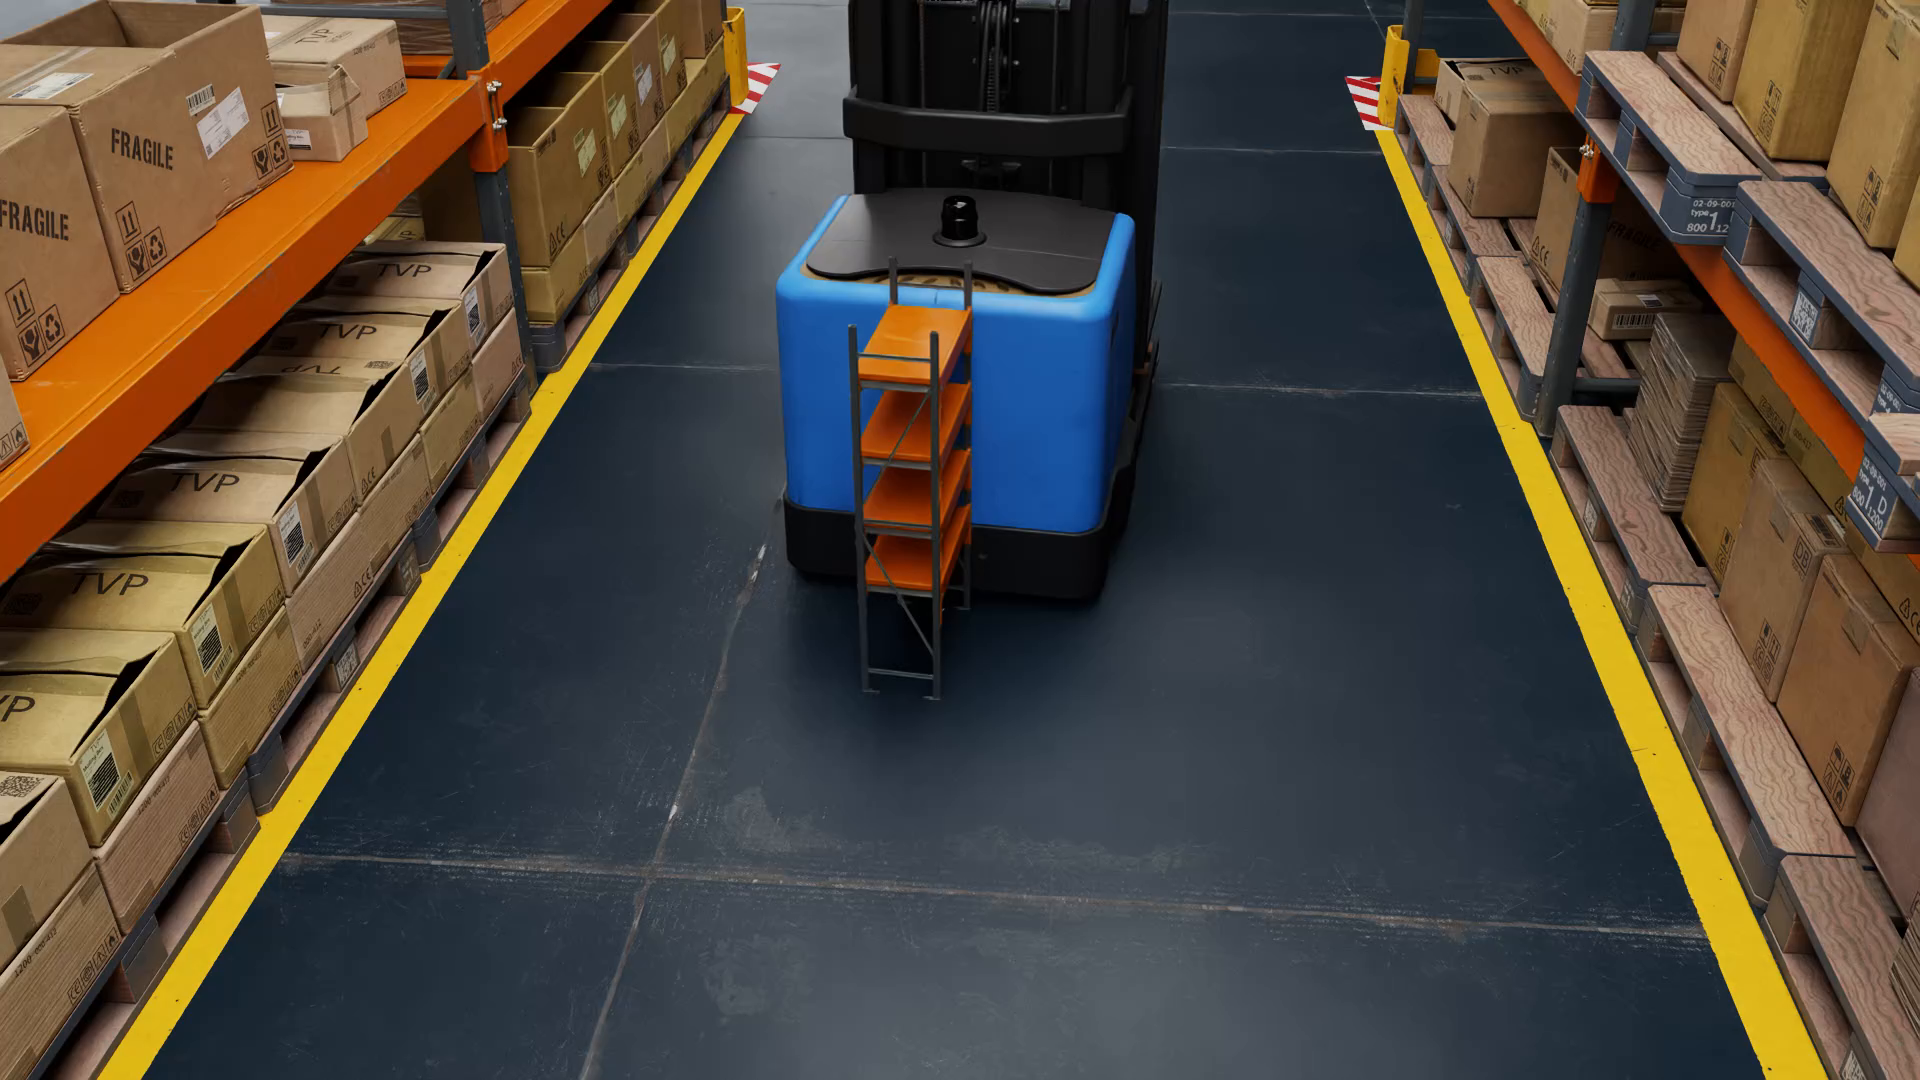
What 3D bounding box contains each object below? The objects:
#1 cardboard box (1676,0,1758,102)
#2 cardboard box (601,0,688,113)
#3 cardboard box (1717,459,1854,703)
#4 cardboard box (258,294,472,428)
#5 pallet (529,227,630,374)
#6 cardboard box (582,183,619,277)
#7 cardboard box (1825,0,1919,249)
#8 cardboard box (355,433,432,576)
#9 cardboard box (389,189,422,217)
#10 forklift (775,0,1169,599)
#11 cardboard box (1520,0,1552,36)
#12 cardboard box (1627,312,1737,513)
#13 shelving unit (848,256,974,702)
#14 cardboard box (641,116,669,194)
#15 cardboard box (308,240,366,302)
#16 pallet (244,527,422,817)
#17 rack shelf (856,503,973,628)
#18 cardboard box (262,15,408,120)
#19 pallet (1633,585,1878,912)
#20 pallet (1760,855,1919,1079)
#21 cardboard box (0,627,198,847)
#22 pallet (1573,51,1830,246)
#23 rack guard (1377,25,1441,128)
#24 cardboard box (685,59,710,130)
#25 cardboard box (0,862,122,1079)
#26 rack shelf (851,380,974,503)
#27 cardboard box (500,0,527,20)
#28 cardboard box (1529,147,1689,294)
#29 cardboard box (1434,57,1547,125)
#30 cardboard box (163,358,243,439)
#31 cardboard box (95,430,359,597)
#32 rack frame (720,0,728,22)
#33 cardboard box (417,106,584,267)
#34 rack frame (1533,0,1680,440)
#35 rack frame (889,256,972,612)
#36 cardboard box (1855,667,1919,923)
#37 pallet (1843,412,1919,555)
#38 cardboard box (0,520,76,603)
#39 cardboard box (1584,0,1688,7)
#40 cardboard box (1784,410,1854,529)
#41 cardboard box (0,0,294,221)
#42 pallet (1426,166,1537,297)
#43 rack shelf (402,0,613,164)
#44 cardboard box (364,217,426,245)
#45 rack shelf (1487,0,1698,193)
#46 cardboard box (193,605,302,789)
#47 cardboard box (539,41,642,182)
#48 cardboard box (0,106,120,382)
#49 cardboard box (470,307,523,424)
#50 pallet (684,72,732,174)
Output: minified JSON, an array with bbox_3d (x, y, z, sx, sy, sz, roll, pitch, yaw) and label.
[{"bbox_3d":[2.650,-1.639,5.035,0.700,0.500,0.500,3,32,4],"label":"cardboard box"},{"bbox_3d":[-1.701,-2.486,8.430,0.500,0.500,0.500,2,32,4],"label":"cardboard box"},{"bbox_3d":[2.608,0.126,4.649,0.700,0.500,0.500,3,32,5],"label":"cardboard box"},{"bbox_3d":[-1.996,-0.634,5.605,0.500,0.311,0.500,3,32,5],"label":"cardboard box"},{"bbox_3d":[-2.106,-1.110,7.350,1.003,0.211,1.213,2,32,4],"label":"pallet"},{"bbox_3d":[-1.827,-1.382,7.354,0.500,0.250,0.500,2,32,4],"label":"cardboard box"},{"bbox_3d":[2.574,-1.001,4.001,0.700,0.500,0.500,7,32,11],"label":"cardboard box"},{"bbox_3d":[-2.042,-0.130,5.323,0.500,0.250,0.500,3,32,5],"label":"cardboard box"},{"bbox_3d":[-2.340,-1.723,7.193,0.500,0.500,0.500,2,32,4],"label":"cardboard box"},{"bbox_3d":[0.206,-1.819,5.908,1.130,2.935,3.031,6,32,9],"label":"forklift"},{"bbox_3d":[2.510,-2.139,6.486,0.500,0.250,0.500,3,32,4],"label":"cardboard box"},{"bbox_3d":[2.682,-0.411,5.521,0.700,0.500,0.500,3,32,6],"label":"cardboard box"},{"bbox_3d":[-0.130,-0.168,4.879,0.258,1.200,0.503,6,32,9],"label":"shelving unit"},{"bbox_3d":[-1.746,-1.905,8.203,0.500,0.250,0.500,2,32,4],"label":"cardboard box"},{"bbox_3d":[-2.495,-0.925,6.077,0.500,0.311,0.500,3,32,4],"label":"cardboard box"},{"bbox_3d":[-2.330,0.331,5.012,1.003,0.211,1.213,2,32,4],"label":"pallet"},{"bbox_3d":[-0.130,0.058,5.019,0.258,0.148,0.480,6,32,9],"label":"rack shelf"},{"bbox_3d":[-2.209,-1.560,5.565,0.500,0.250,0.500,4,32,7],"label":"cardboard box"},{"bbox_3d":[2.566,0.560,4.639,1.003,0.211,1.213,2,32,4],"label":"pallet"},{"bbox_3d":[2.464,1.197,3.607,1.003,0.211,1.213,2,32,4],"label":"pallet"},{"bbox_3d":[-2.169,0.425,3.887,0.500,0.311,0.500,2,32,3],"label":"cardboard box"},{"bbox_3d":[2.518,-1.198,5.018,1.003,0.211,1.213,2,32,4],"label":"pallet"},{"bbox_3d":[3.044,-2.661,9.592,1.175,0.500,0.348,2,32,4],"label":"rack guard"},{"bbox_3d":[-1.665,-2.428,9.051,0.500,0.250,0.500,2,32,4],"label":"cardboard box"},{"bbox_3d":[-2.203,0.939,3.588,0.500,0.250,0.500,2,32,4],"label":"cardboard box"},{"bbox_3d":[-0.130,-0.301,4.797,0.258,0.148,0.480,6,32,9],"label":"rack shelf"},{"bbox_3d":[-2.146,-2.434,6.745,0.700,0.500,0.500,2,32,3],"label":"cardboard box"},{"bbox_3d":[2.770,-1.341,7.030,0.500,0.500,0.500,0,32,0],"label":"cardboard box"},{"bbox_3d":[2.905,-2.450,9.010,0.500,0.311,0.500,-1,32,-2],"label":"cardboard box"},{"bbox_3d":[-2.581,-0.392,5.214,0.500,0.311,0.500,1,32,2],"label":"cardboard box"},{"bbox_3d":[-2.083,-0.110,4.756,0.500,0.311,0.500,2,32,3],"label":"cardboard box"},{"bbox_3d":[-1.887,-3.975,9.341,1.000,3.000,0.127,2,32,4],"label":"rack frame"},{"bbox_3d":[-1.863,-1.440,6.733,0.500,0.500,0.500,2,32,4],"label":"cardboard box"},{"bbox_3d":[2.725,-1.673,5.606,1.000,3.000,0.127,2,32,4],"label":"rack frame"},{"bbox_3d":[-0.085,-0.294,5.083,0.240,1.200,0.015,6,32,9],"label":"rack frame"},{"bbox_3d":[2.564,0.652,3.796,0.700,0.500,0.500,2,32,4],"label":"cardboard box"},{"bbox_3d":[2.351,0.123,2.875,1.213,0.211,1.003,2,32,4],"label":"pallet"},{"bbox_3d":[-2.661,0.141,4.348,0.500,0.311,0.500,2,32,4],"label":"cardboard box"},{"bbox_3d":[2.455,-2.198,5.866,0.500,0.500,0.500,2,32,4],"label":"cardboard box"},{"bbox_3d":[2.611,-0.228,4.509,0.500,0.250,0.500,2,32,3],"label":"cardboard box"},{"bbox_3d":[-2.334,-1.249,4.823,0.500,0.500,0.500,5,32,8],"label":"cardboard box"},{"bbox_3d":[2.841,-1.479,7.948,1.003,0.211,1.213,2,32,4],"label":"pallet"},{"bbox_3d":[-2.050,-2.623,7.832,1.077,0.370,4.000,2,32,4],"label":"rack shelf"},{"bbox_3d":[-2.393,-1.143,6.966,0.500,0.250,0.500,2,32,4],"label":"cardboard box"},{"bbox_3d":[2.888,-2.413,7.492,1.077,0.370,4.000,2,32,4],"label":"rack shelf"},{"bbox_3d":[-2.127,0.404,4.456,0.500,0.250,0.500,2,32,3],"label":"cardboard box"},{"bbox_3d":[-1.782,-1.963,7.581,0.500,0.500,0.500,2,32,4],"label":"cardboard box"},{"bbox_3d":[-2.418,-0.712,3.951,0.500,0.500,0.500,1,32,1],"label":"cardboard box"},{"bbox_3d":[-1.957,-0.662,6.186,0.500,0.250,0.500,2,32,4],"label":"cardboard box"},{"bbox_3d":[-1.907,-2.386,9.420,1.003,0.211,1.213,2,32,4],"label":"pallet"}]
